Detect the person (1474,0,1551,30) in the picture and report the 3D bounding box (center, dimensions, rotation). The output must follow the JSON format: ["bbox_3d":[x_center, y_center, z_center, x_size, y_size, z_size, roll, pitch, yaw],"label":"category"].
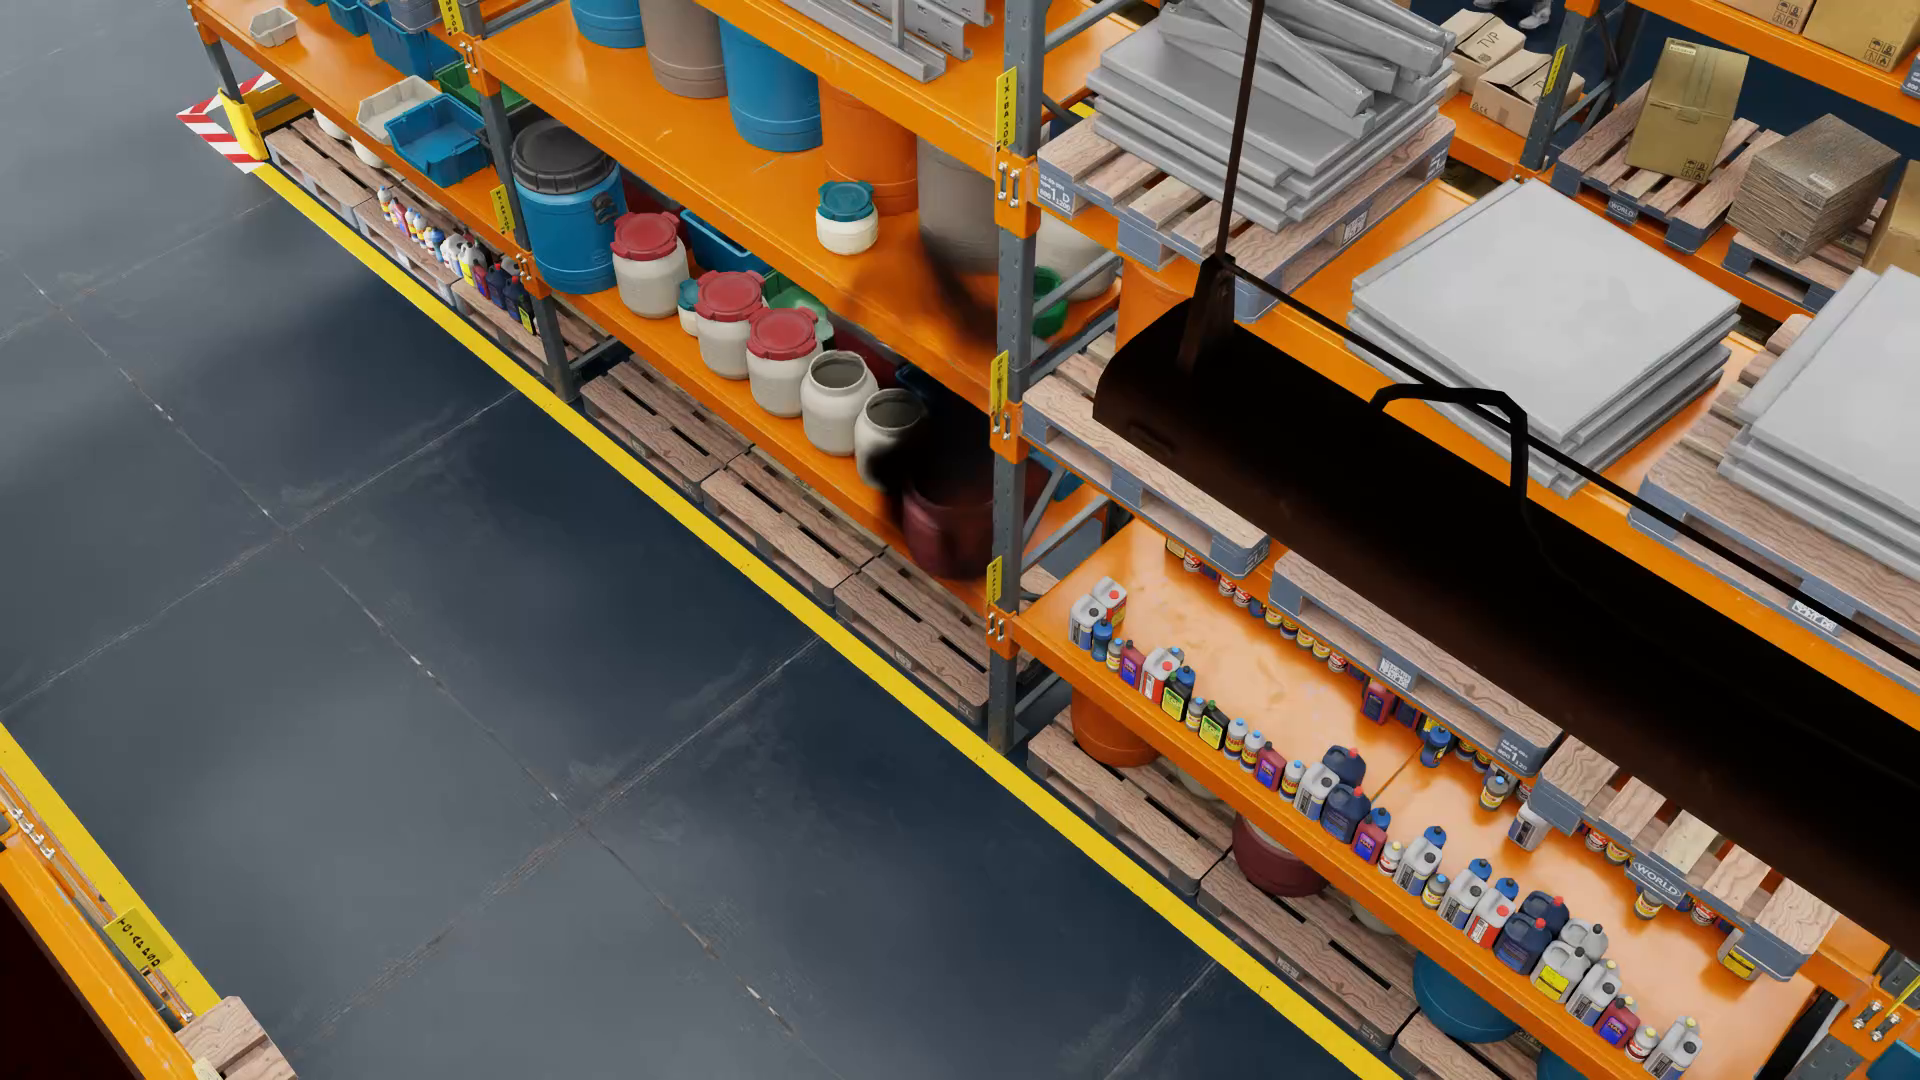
[{"bbox_3d":[4.563,-5.063,13.555,0.801,1.697,0.710,-4,50,-3],"label":"person"}]
